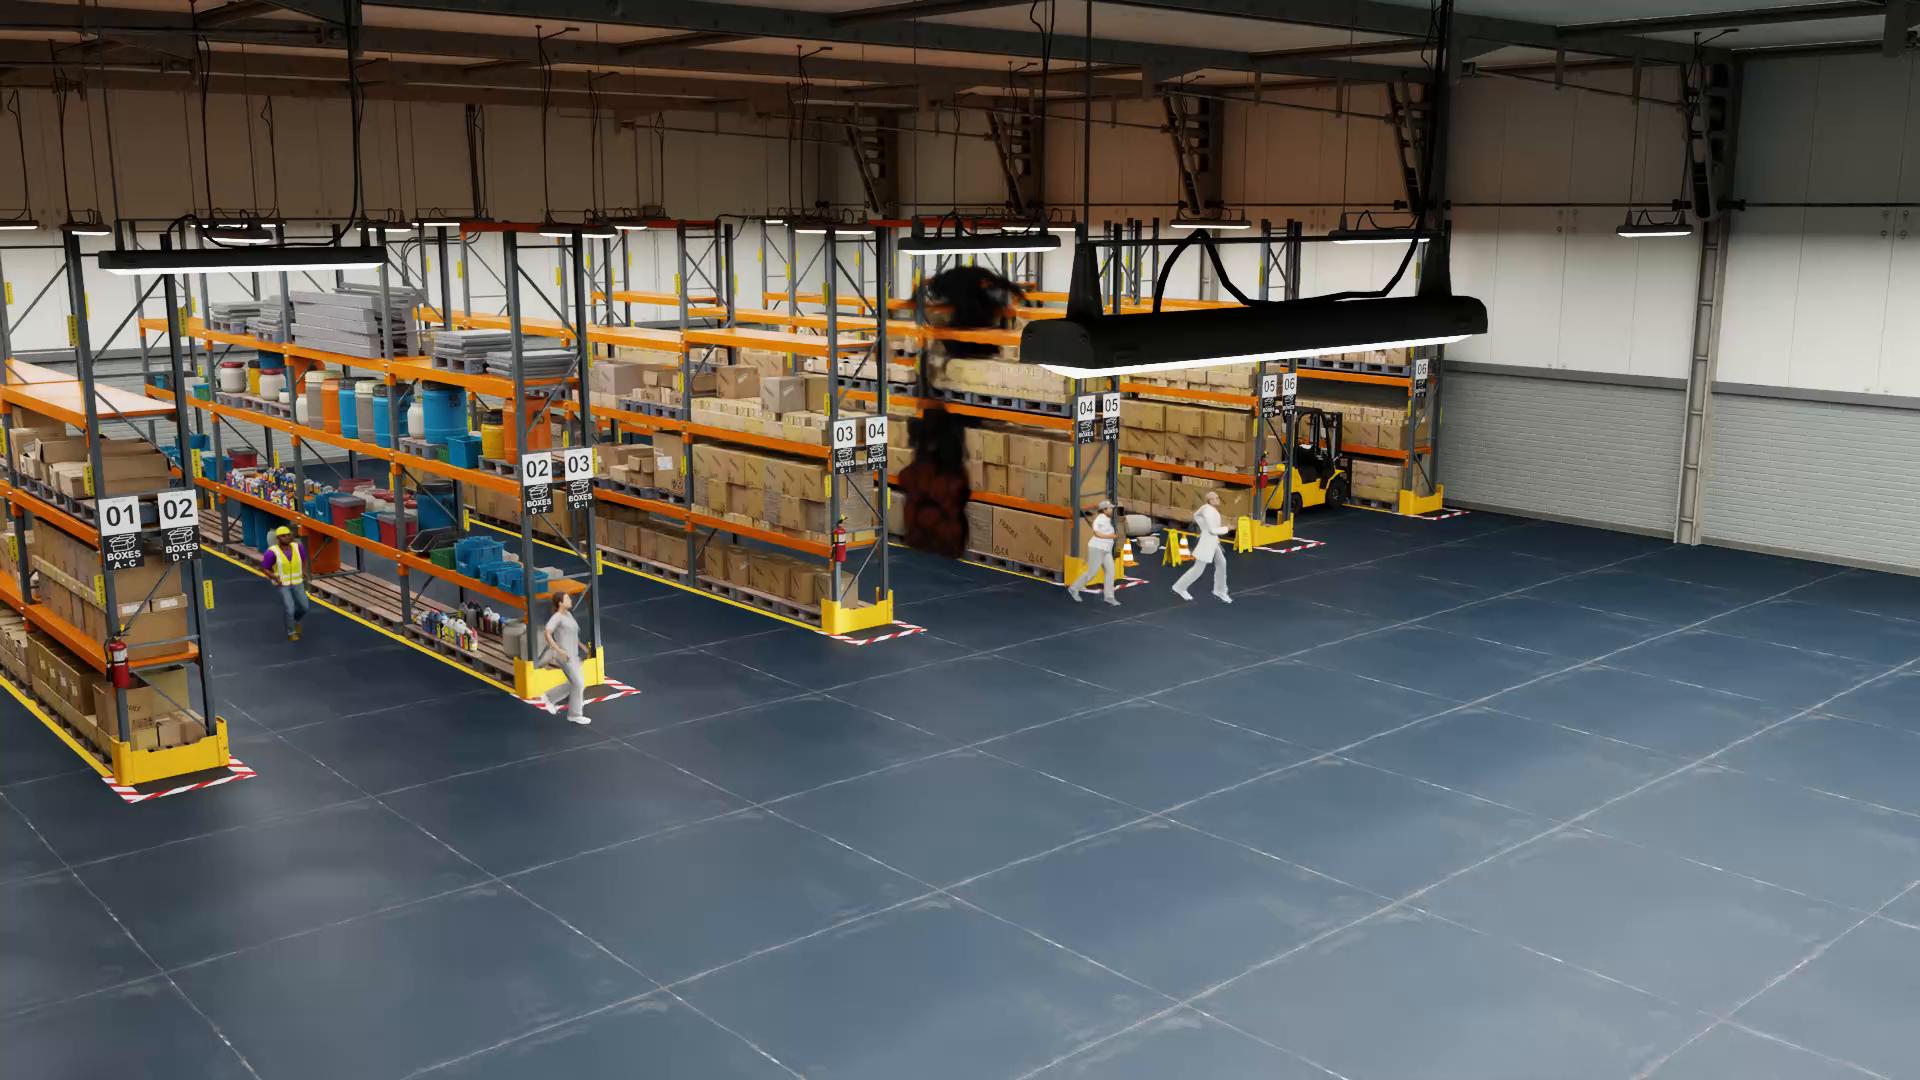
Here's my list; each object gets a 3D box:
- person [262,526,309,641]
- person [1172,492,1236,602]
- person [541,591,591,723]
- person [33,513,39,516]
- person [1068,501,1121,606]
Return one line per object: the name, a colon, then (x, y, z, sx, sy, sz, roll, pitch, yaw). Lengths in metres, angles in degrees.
person: (-9.787, 0.645, 24.287, 0.674, 1.721, 0.569, -10, 15, -40)
person: (3.935, 0.121, 26.796, 0.993, 1.836, 0.729, 2, 12, 10)
person: (-4.892, 1.444, 20.651, 0.640, 1.645, 0.605, 2, 12, 10)
person: (-16.772, -0.602, 30.362, 0.863, 1.827, 0.724, 8, 14, 34)
person: (2.243, 0.193, 26.797, 0.883, 1.655, 0.643, 5, 12, 22)
